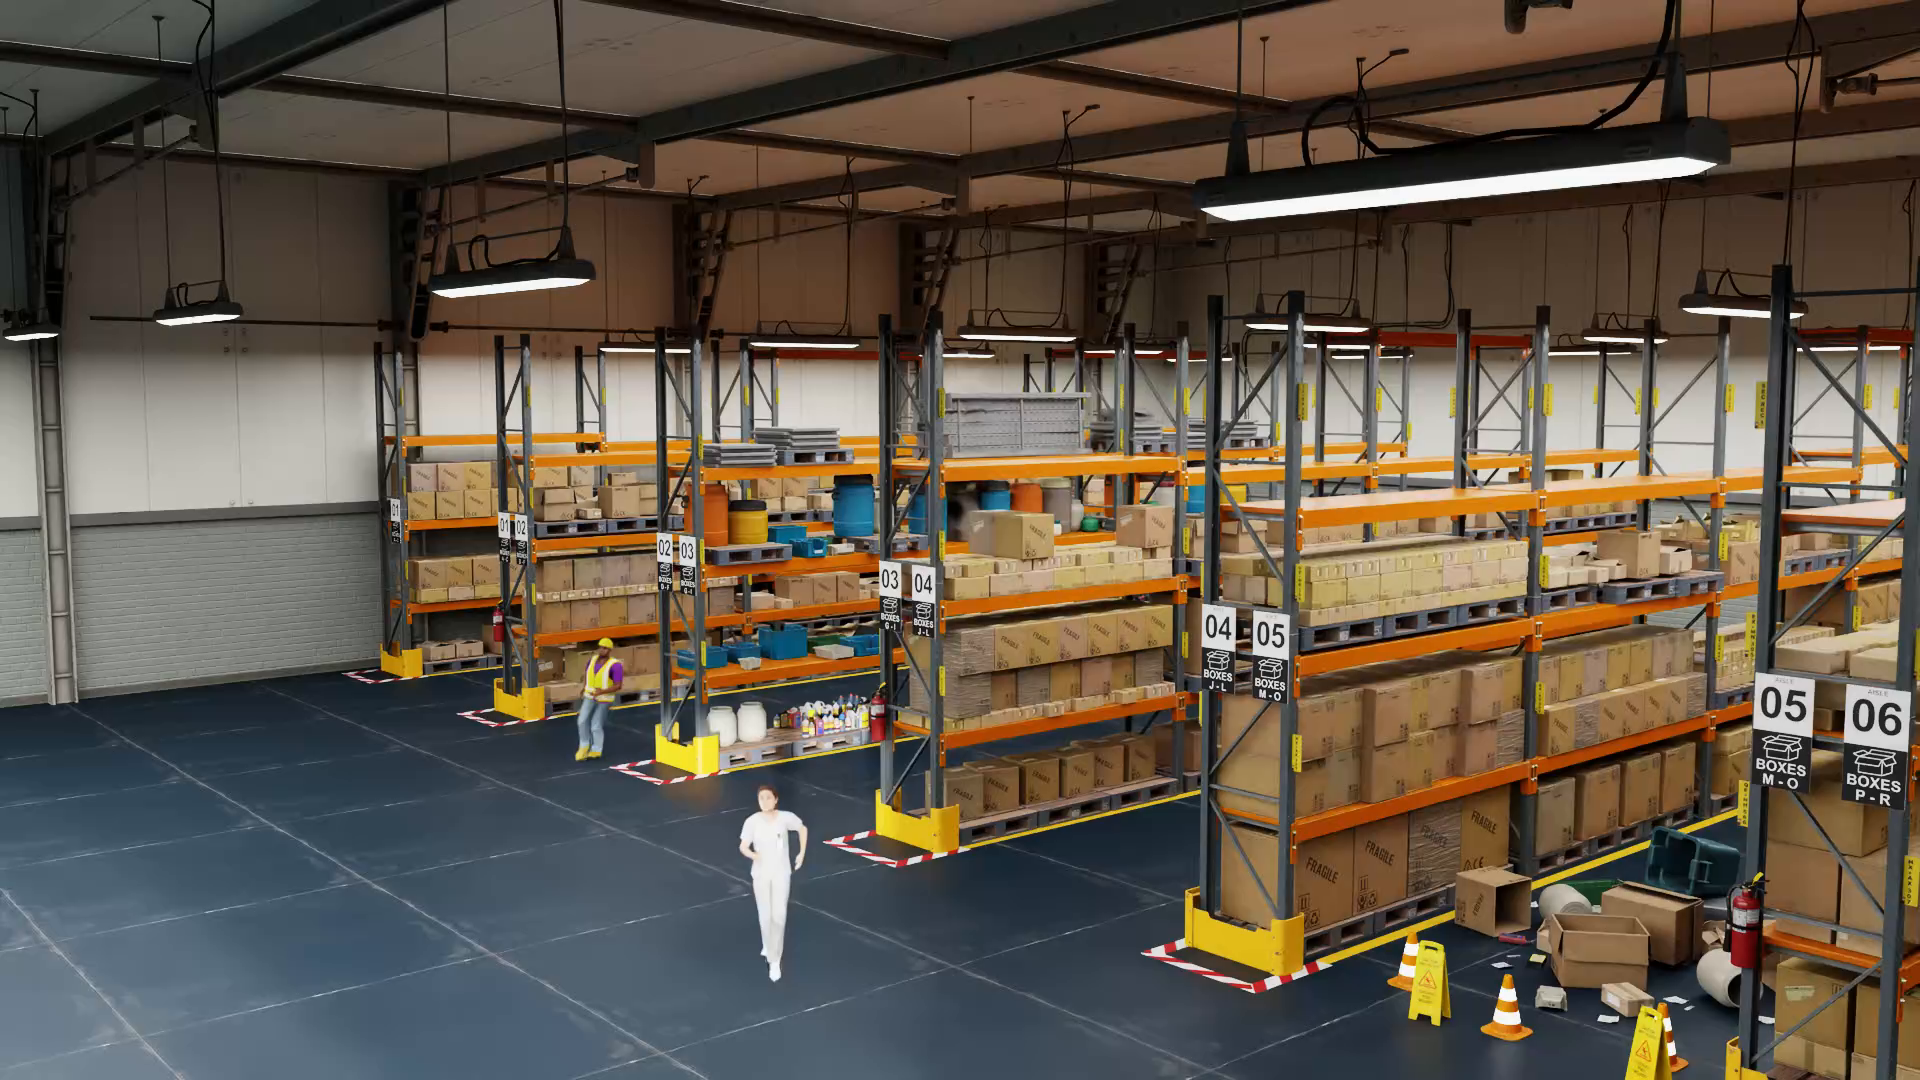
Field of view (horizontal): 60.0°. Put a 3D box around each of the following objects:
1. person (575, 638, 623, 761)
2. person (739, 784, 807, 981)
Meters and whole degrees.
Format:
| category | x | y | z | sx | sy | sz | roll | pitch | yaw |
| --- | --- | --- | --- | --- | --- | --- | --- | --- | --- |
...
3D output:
| category | x | y | z | sx | sy | sz | roll | pitch | yaw |
| --- | --- | --- | --- | --- | --- | --- | --- | --- | --- |
| person | -4.998 | 2.197 | 22.991 | 0.717 | 1.699 | 0.667 | 1 | 5 | 13 |
| person | -1.666 | 3.009 | 14.804 | 0.570 | 1.694 | 0.738 | 0 | 5 | 1 |
